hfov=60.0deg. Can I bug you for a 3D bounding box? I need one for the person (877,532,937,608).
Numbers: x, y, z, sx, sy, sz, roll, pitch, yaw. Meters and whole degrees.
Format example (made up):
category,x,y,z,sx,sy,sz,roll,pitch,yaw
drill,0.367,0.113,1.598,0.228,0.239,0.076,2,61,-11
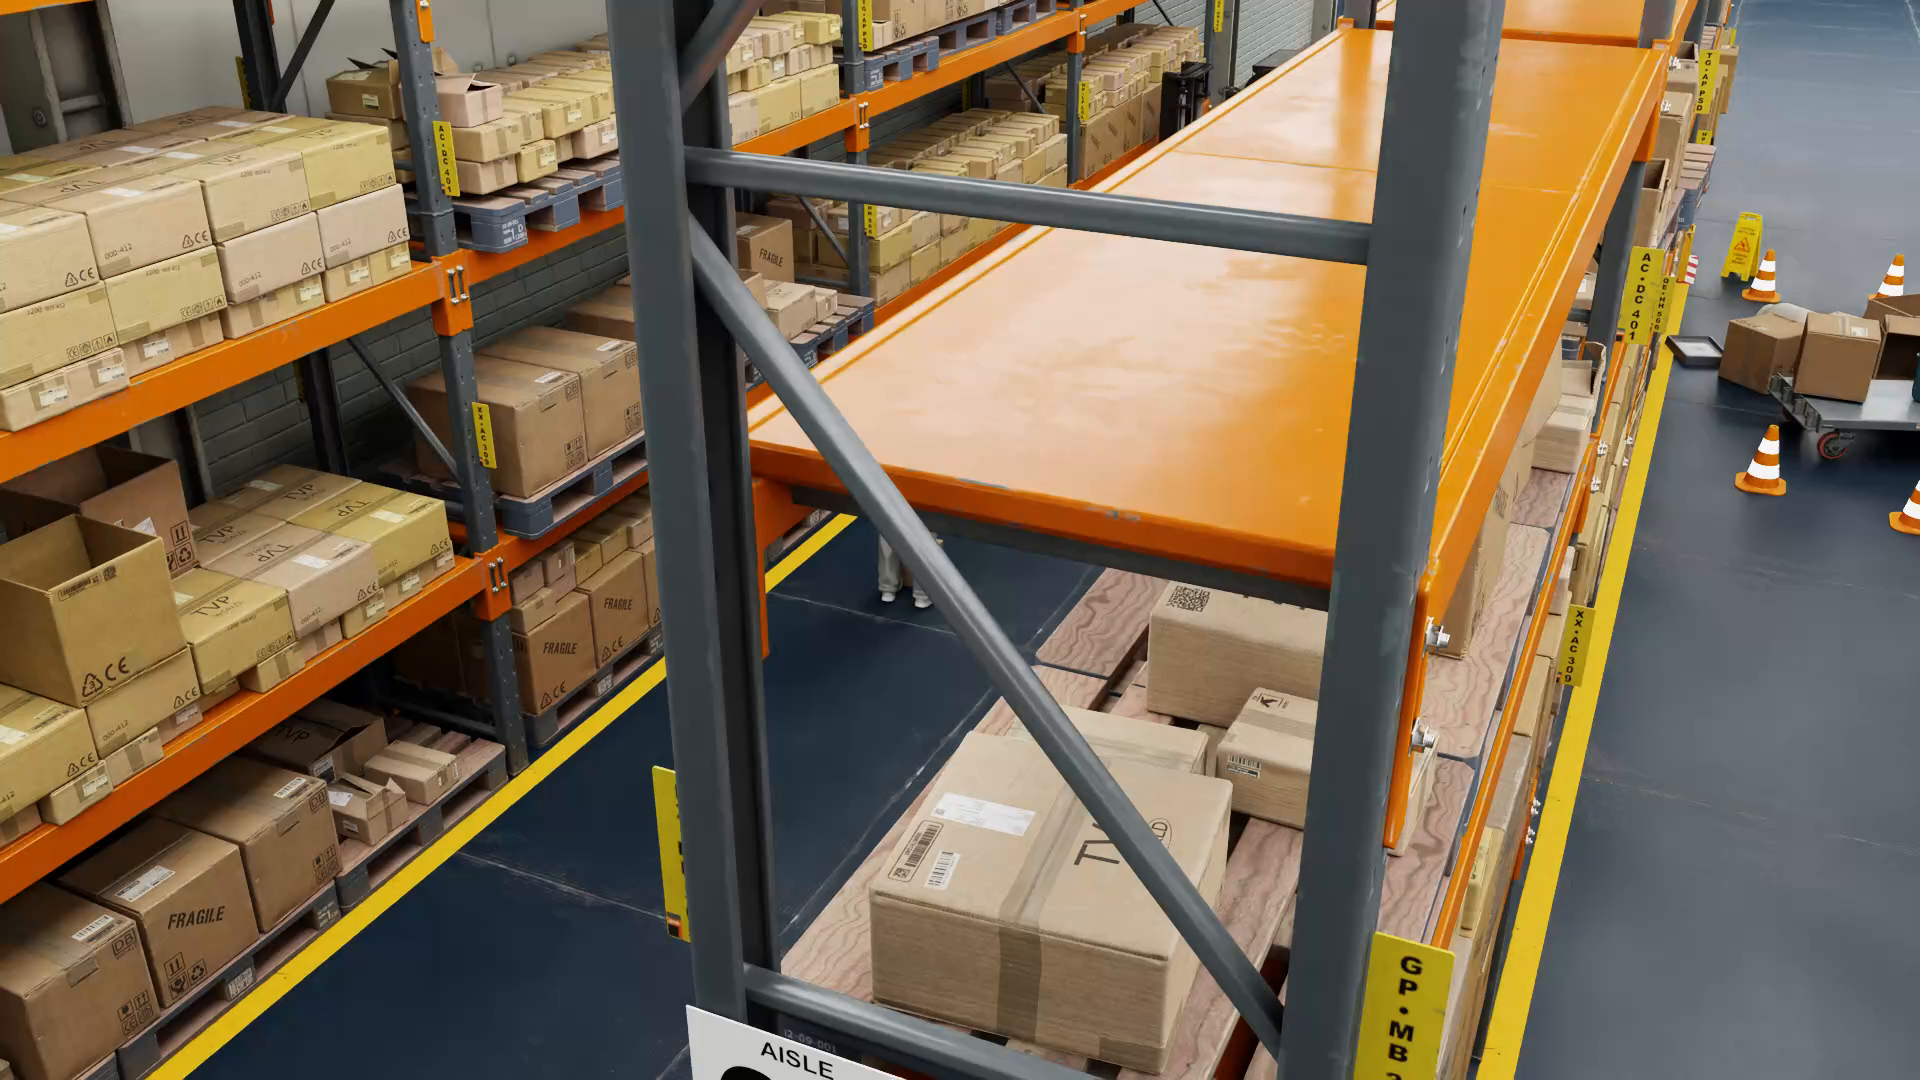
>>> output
category,x,y,z,sx,sy,sz,roll,pitch,yaw
person,-0.345,-0.392,10.215,0.504,1.673,0.352,10,28,20
